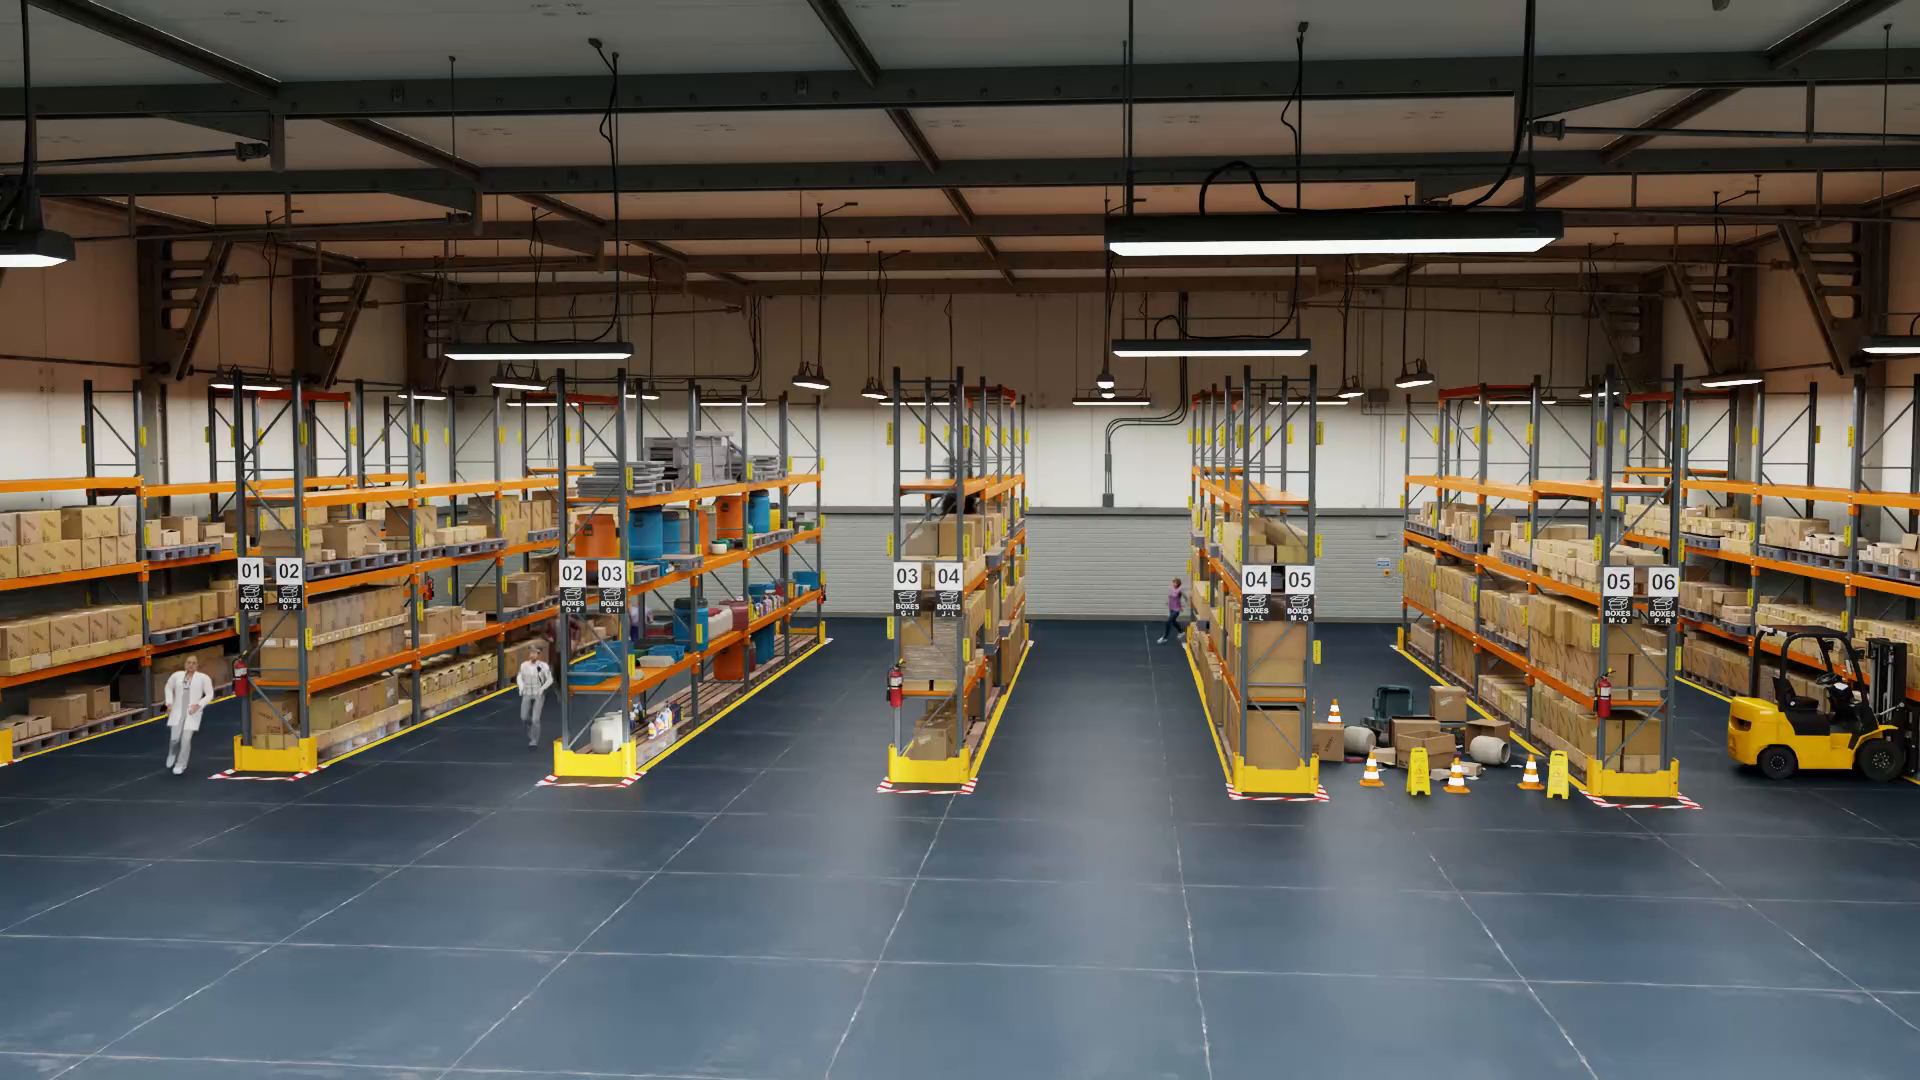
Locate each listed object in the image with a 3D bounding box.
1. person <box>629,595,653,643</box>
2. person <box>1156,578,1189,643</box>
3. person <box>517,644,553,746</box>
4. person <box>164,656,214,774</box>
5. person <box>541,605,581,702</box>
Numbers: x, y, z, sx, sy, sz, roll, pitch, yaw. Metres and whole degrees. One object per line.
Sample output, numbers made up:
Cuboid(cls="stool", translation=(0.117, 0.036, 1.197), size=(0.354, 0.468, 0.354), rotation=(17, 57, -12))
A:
Cuboid(cls="person", translation=(-6.924, 1.982, 35.889), size=(0.607, 1.606, 0.549), rotation=(0, 4, -7))
Cuboid(cls="person", translation=(5.209, 1.751, 40.264), size=(0.874, 1.477, 0.604), rotation=(-2, 4, -26))
Cuboid(cls="person", translation=(-6.896, 2.502, 26.913), size=(0.599, 1.652, 0.540), rotation=(0, 4, 0))
Cuboid(cls="person", translation=(-11.525, 2.605, 24.851), size=(0.707, 1.748, 0.598), rotation=(-1, 4, -17))
Cuboid(cls="person", translation=(-7.627, 2.135, 31.771), size=(0.734, 1.815, 0.937), rotation=(0, 4, 0))
